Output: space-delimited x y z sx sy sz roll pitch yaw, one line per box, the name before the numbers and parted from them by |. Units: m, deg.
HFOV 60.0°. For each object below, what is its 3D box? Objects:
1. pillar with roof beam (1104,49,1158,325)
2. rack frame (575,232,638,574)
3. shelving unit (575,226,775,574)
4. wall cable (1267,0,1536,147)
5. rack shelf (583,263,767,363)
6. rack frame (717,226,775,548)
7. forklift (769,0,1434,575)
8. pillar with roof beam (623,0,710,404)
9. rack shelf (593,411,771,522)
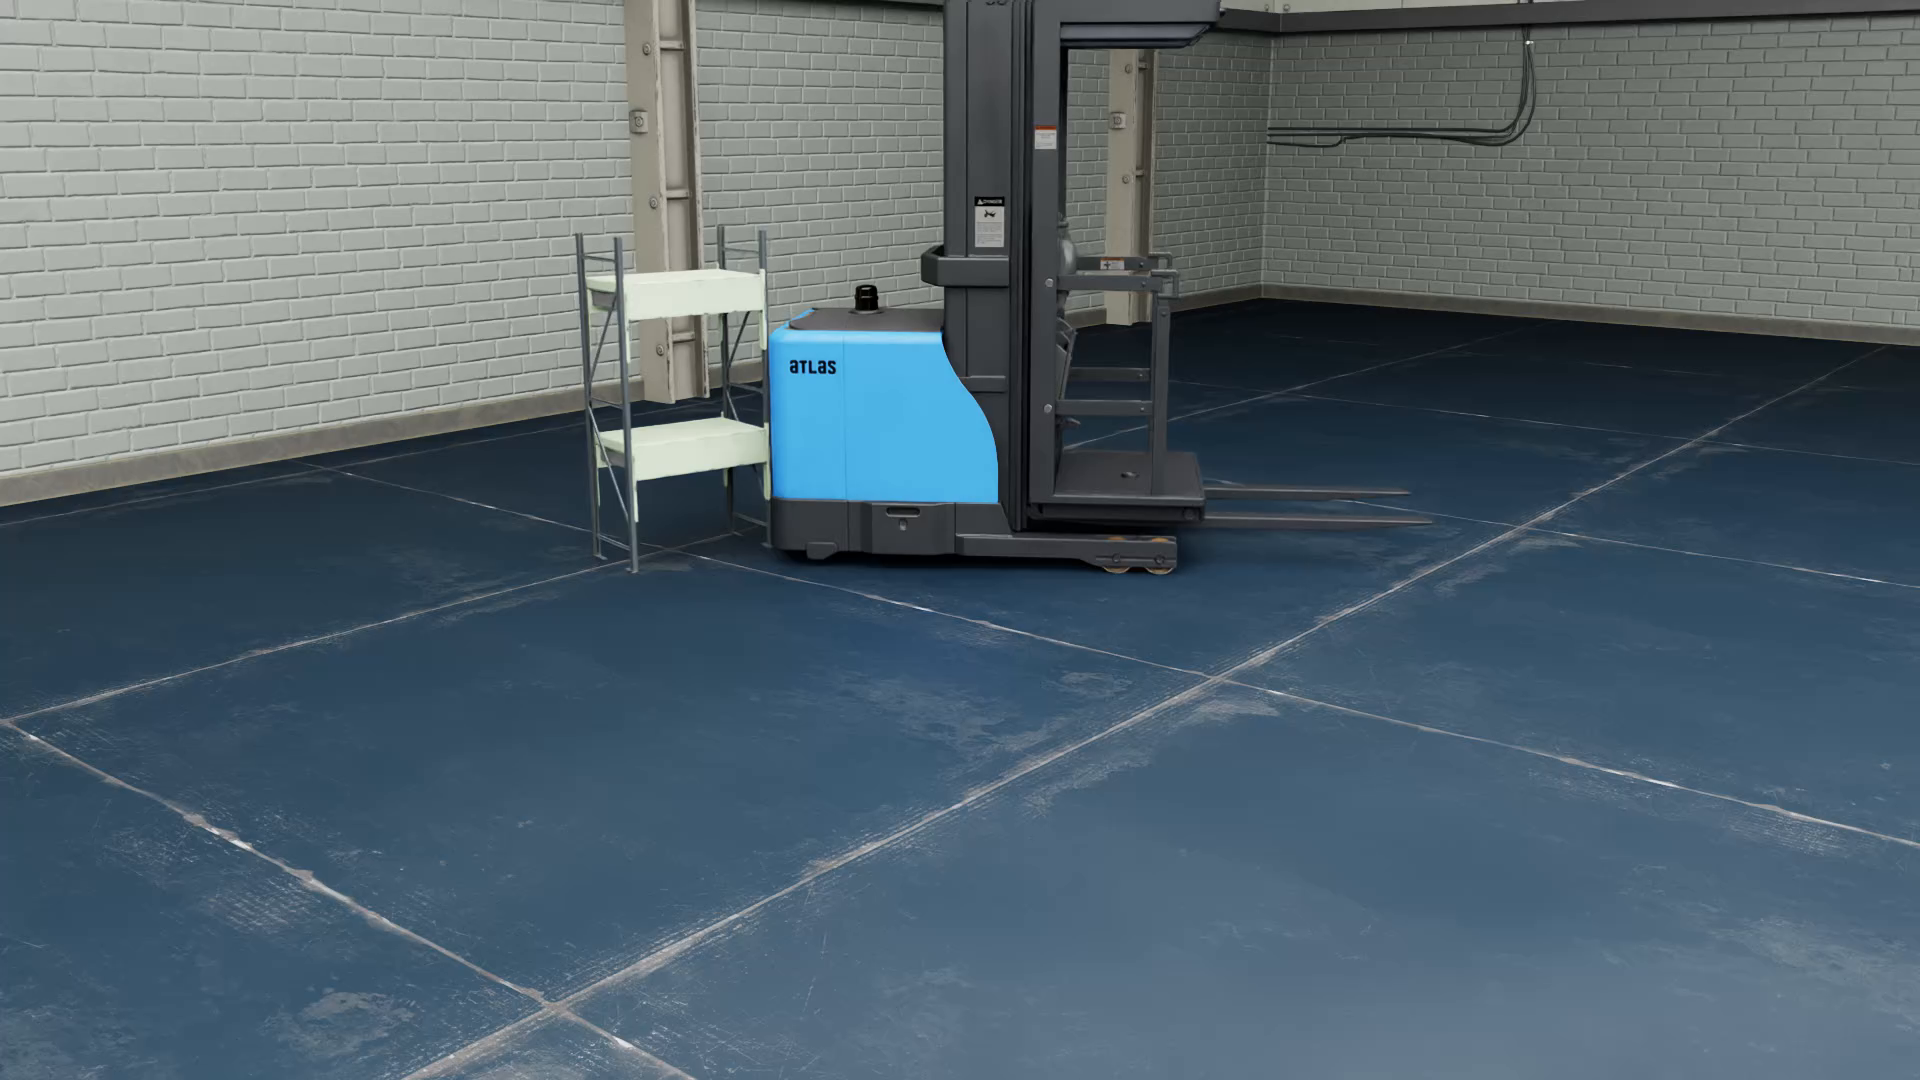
pillar with roof beam | 5.033 -5.888 13.023 9.100 9.000 0.400 11 18 38
rack frame | -1.592 -0.614 7.494 0.023 1.500 0.400 -11 18 -37
shelving unit | -1.307 -0.671 7.717 0.755 1.500 0.431 -11 18 -37
wall cable | 4.564 -5.408 17.443 3.097 2.526 0.112 11 18 38
rack shelf | -1.307 -1.049 7.621 0.720 0.370 0.431 -11 18 -37
rack frame | -1.022 -0.727 7.940 0.023 1.500 0.400 -11 18 -37
forklift | 0.670 -1.400 7.680 3.031 2.935 1.130 1 14 5
pillar with roof beam | 1.262 -4.739 8.500 9.100 9.000 0.400 11 18 38
rack shelf | -1.307 -0.355 7.797 0.720 0.370 0.431 -11 18 -37
